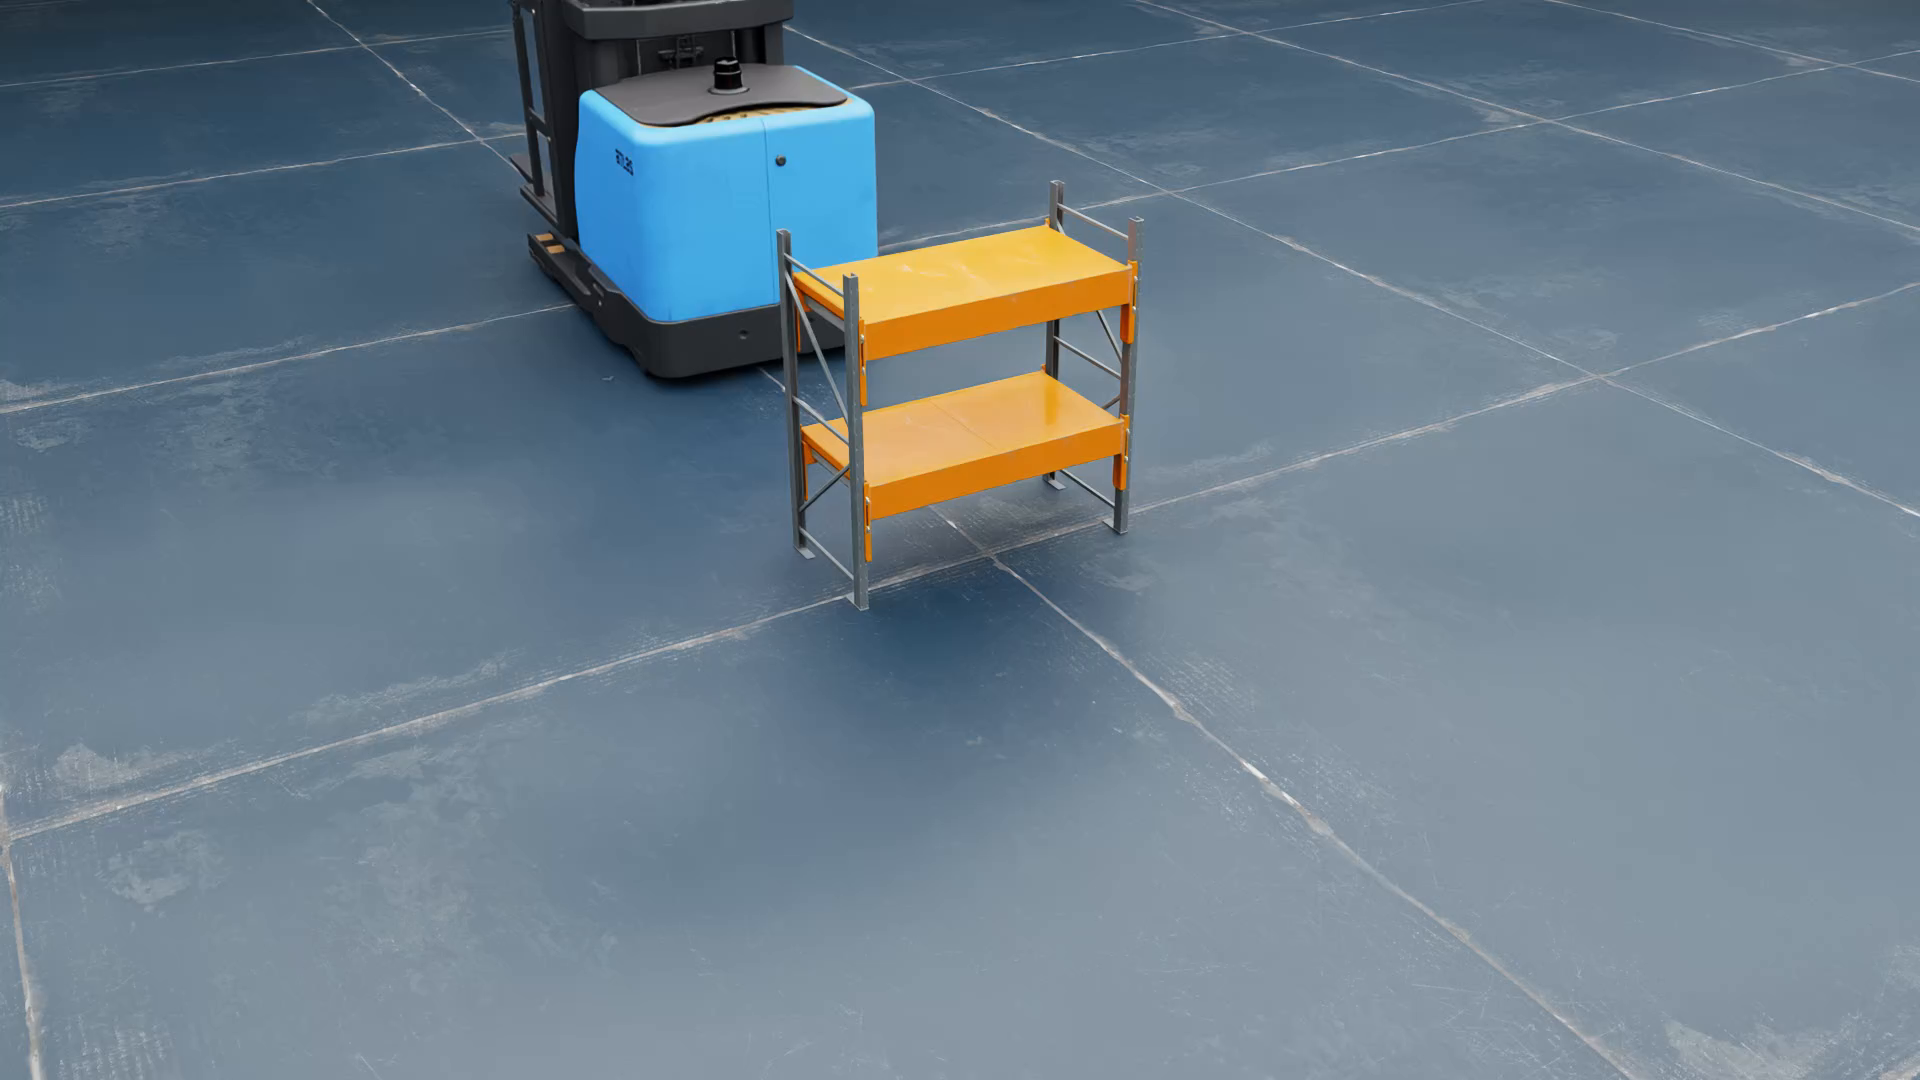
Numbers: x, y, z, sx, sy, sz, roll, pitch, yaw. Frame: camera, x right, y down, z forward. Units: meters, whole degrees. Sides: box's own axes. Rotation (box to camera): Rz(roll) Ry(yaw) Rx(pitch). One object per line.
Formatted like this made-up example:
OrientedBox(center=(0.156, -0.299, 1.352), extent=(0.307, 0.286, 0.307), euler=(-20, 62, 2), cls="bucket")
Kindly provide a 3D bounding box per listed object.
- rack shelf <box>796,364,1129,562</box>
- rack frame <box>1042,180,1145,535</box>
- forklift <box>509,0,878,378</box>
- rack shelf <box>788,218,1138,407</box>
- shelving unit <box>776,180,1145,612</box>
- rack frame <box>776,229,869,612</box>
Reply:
OrientedBox(center=(0.006, -0.280, 5.599), extent=(1.000, 0.278, 0.538), euler=(-16, 33, -26), cls="rack shelf")
OrientedBox(center=(0.444, -0.619, 5.707), extent=(0.032, 1.125, 0.500), euler=(-16, 33, -26), cls="rack frame")
OrientedBox(center=(-1.465, -2.629, 7.480), extent=(1.130, 2.935, 3.031), euler=(-14, 32, -24), cls="forklift")
OrientedBox(center=(0.006, -0.750, 5.340), extent=(1.000, 0.278, 0.538), euler=(-16, 33, -26), cls="rack shelf")
OrientedBox(center=(0.006, -0.494, 5.481), extent=(1.048, 1.125, 0.538), euler=(-16, 33, -26), cls="shelving unit")
OrientedBox(center=(-0.432, -0.370, 5.256), extent=(0.032, 1.125, 0.500), euler=(-16, 33, -26), cls="rack frame")
